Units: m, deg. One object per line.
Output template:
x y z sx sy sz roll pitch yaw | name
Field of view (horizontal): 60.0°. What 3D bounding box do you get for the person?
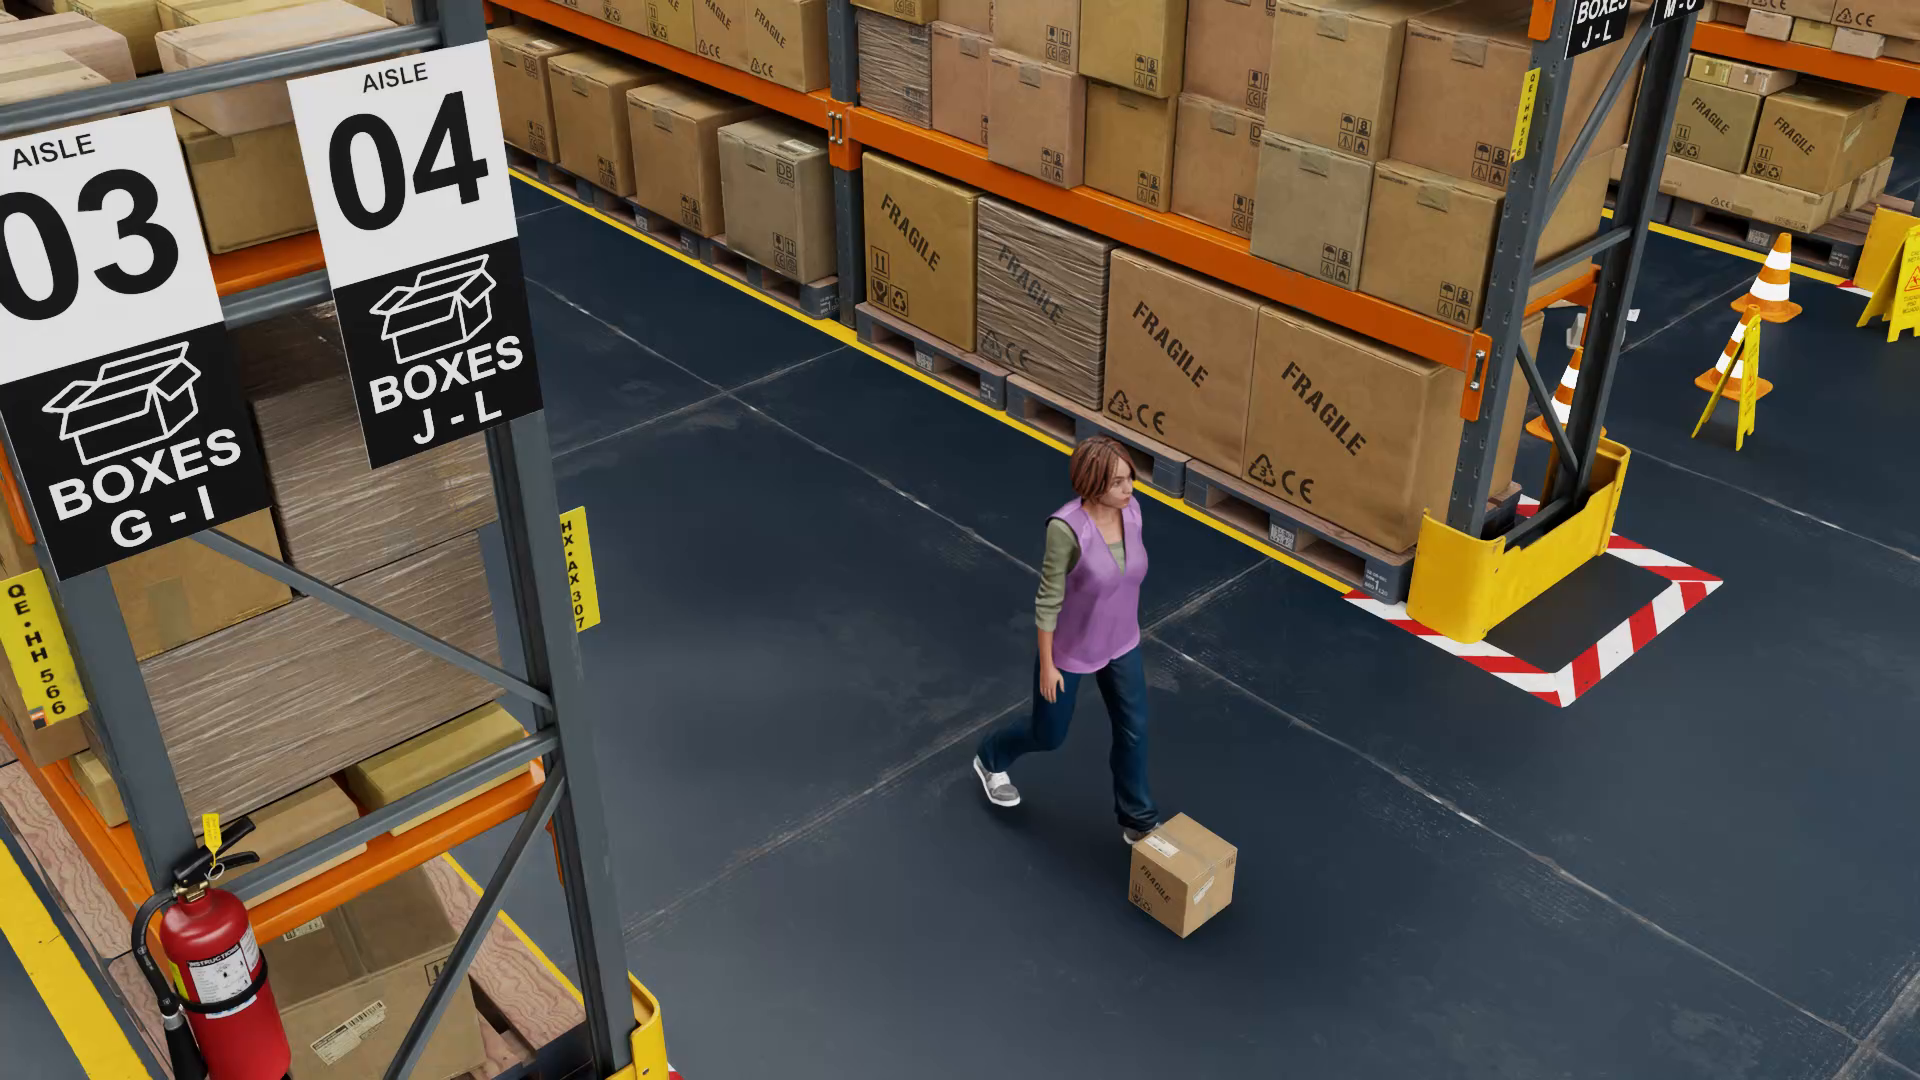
0.408 0.456 5.609 0.414 1.346 0.803 -20 37 -29 | person
